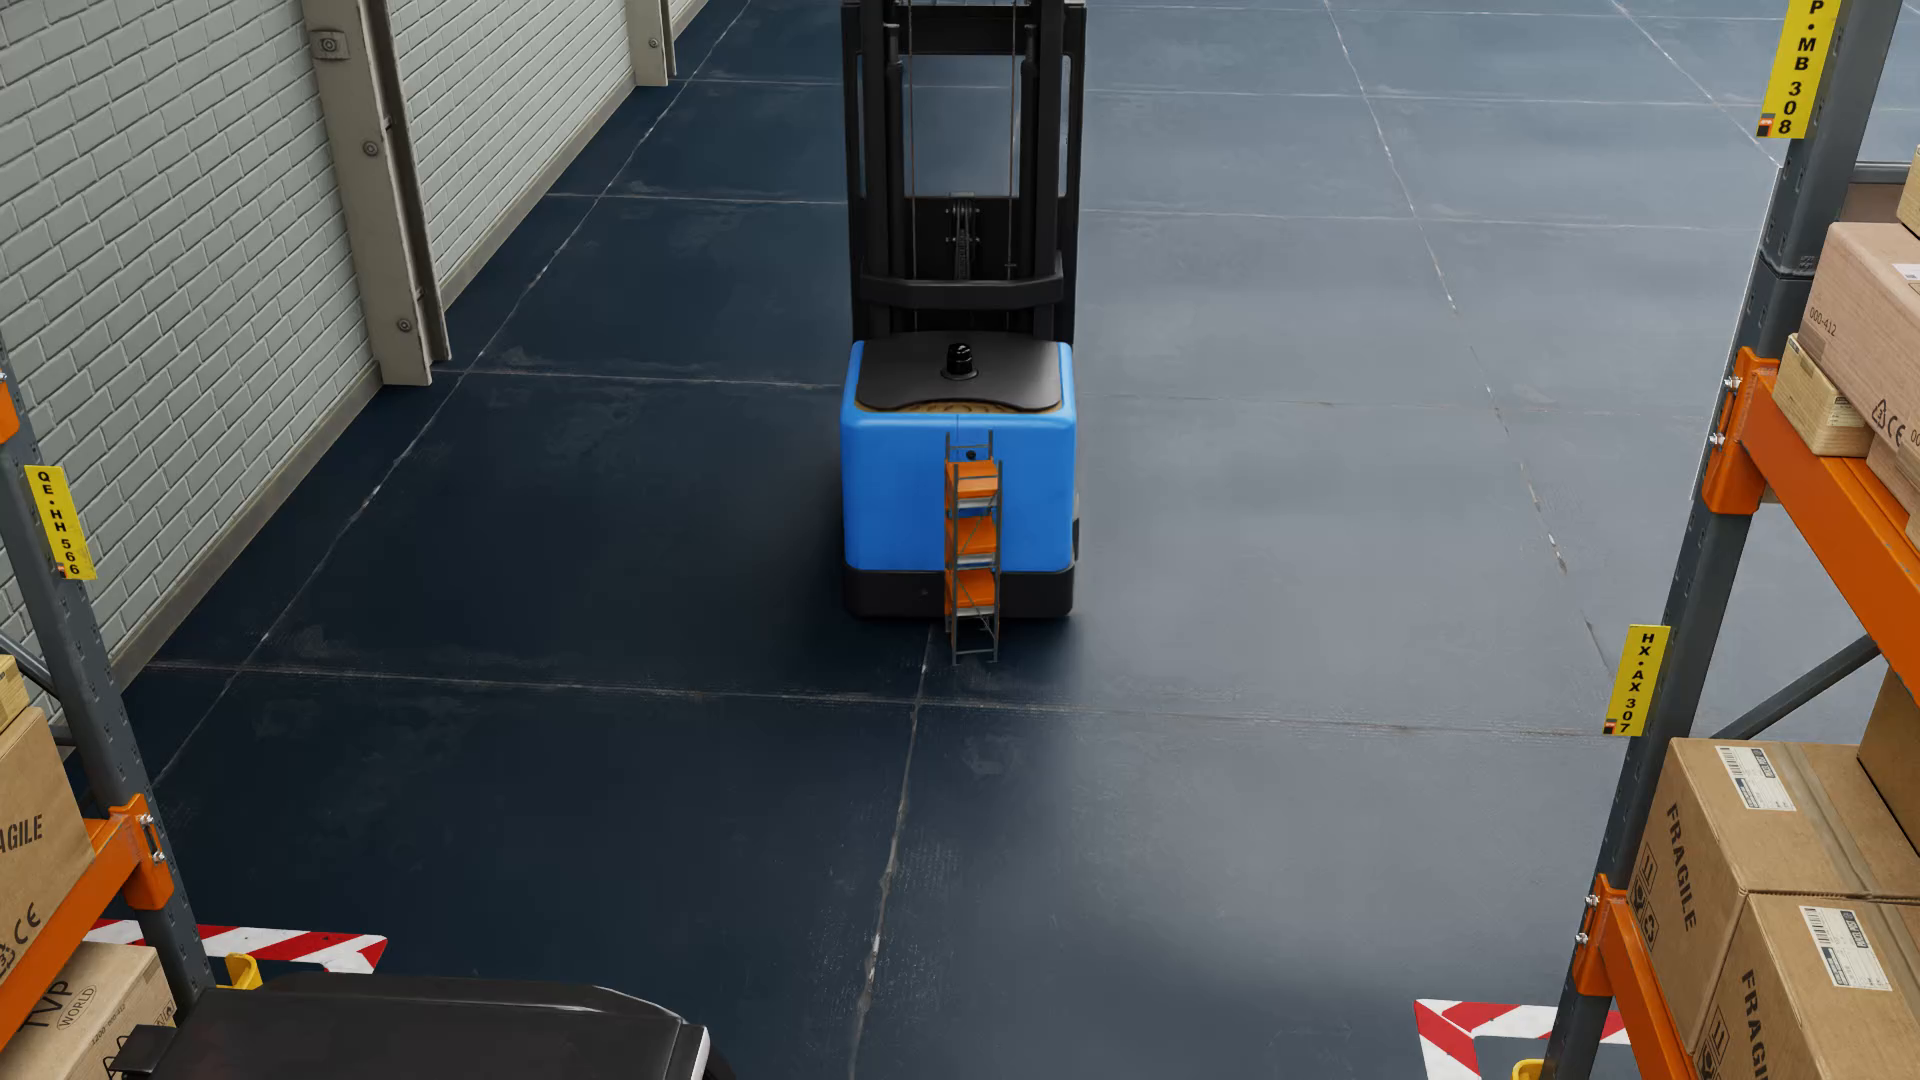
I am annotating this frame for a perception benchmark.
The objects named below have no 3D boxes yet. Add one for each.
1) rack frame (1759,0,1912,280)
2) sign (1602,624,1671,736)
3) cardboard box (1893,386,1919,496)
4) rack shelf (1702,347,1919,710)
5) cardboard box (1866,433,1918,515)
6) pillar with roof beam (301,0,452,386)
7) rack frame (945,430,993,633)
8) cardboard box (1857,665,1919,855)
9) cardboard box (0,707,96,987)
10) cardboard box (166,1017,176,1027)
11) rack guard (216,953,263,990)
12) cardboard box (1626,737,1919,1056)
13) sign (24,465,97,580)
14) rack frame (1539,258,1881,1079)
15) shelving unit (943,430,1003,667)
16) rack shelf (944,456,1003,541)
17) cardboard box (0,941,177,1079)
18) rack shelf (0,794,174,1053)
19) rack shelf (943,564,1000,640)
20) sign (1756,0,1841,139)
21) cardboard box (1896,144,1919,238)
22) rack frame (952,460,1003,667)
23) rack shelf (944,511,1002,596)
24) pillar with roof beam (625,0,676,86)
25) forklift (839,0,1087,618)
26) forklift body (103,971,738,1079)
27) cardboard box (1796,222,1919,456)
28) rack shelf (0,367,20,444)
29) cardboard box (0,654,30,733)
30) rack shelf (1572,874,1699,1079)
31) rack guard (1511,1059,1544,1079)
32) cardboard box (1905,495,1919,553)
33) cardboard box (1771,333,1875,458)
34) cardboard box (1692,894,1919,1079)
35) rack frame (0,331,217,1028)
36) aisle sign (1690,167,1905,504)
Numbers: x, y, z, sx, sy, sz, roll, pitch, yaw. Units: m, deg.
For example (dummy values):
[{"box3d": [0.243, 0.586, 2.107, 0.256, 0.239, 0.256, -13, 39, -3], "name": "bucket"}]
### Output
[{"box3d": [2.175, -1.821, 2.627, 1.000, 3.000, 0.127, 2, 32, 4], "name": "rack frame"}, {"box3d": [1.634, 0.342, 4.012, 0.100, 0.325, 0.005, 2, 32, 4], "name": "sign"}, {"box3d": [1.817, -0.092, 2.541, 0.500, 0.250, 0.500, 2, 32, 3], "name": "cardboard box"}, {"box3d": [2.012, 0.808, 1.906, 1.077, 0.370, 4.000, 2, 32, 4], "name": "rack shelf"}, {"box3d": [1.892, -0.136, 2.992, 0.380, 0.149, 0.250, 1, 32, 2], "name": "cardboard box"}, {"box3d": [1.051, -4.659, 7.232, 9.100, 9.000, 0.400, 2, 32, 4], "name": "pillar with roof beam"}, {"box3d": [0.035, -0.020, 7.259, 0.200, 1.050, 0.008, -4, 35, -7], "name": "rack frame"}, {"box3d": [2.351, 0.415, 3.386, 0.700, 0.500, 0.500, 2, 32, 3], "name": "cardboard box"}, {"box3d": [-2.551, 0.749, 4.080, 0.500, 0.500, 0.500, 2, 32, 3], "name": "cardboard box"}, {"box3d": [-2.501, 1.570, 4.587, 0.500, 0.250, 0.500, 2, 32, 3], "name": "cardboard box"}, {"box3d": [-2.771, 1.575, 5.218, 1.175, 0.500, 0.348, 2, 32, 4], "name": "rack guard"}, {"box3d": [1.860, 0.800, 3.714, 0.500, 0.500, 0.500, 2, 32, 3], "name": "cardboard box"}, {"box3d": [-2.233, -0.040, 4.127, 0.100, 0.325, 0.005, 2, 32, 4], "name": "sign"}, {"box3d": [2.175, 0.733, 4.201, 1.000, 3.000, 0.127, 2, 32, 4], "name": "rack frame"}, {"box3d": [0.052, 0.048, 7.159, 0.215, 1.050, 0.252, -4, 35, -7], "name": "shelving unit"}, {"box3d": [0.055, -0.177, 7.005, 0.215, 0.259, 0.240, -4, 35, -7], "name": "rack shelf"}, {"box3d": [-2.500, 1.343, 4.479, 0.500, 0.250, 0.500, 3, 32, 6], "name": "cardboard box"}, {"box3d": [-2.936, 1.875, 3.034, 1.077, 0.370, 4.000, 2, 32, 4], "name": "rack shelf"}, {"box3d": [0.050, 0.286, 7.323, 0.215, 0.259, 0.240, -4, 35, -7], "name": "rack shelf"}, {"box3d": [1.634, -0.939, 3.222, 0.100, 0.325, 0.005, 2, 32, 4], "name": "sign"}, {"box3d": [1.942, -0.599, 2.984, 0.380, 0.149, 0.250, 2, 32, 4], "name": "cardboard box"}, {"box3d": [0.070, 0.117, 7.060, 0.200, 1.050, 0.008, -4, 35, -7], "name": "rack frame"}, {"box3d": [0.052, 0.057, 7.165, 0.215, 0.259, 0.240, -4, 35, -7], "name": "rack shelf"}, {"box3d": [1.540, -7.796, 12.323, 9.100, 9.000, 0.400, 2, 32, 4], "name": "pillar with roof beam"}, {"box3d": [0.022, -1.631, 8.104, 1.130, 2.935, 3.031, 1, 32, 1], "name": "forklift"}, {"box3d": [-1.109, 1.954, 3.029, 2.313, 2.155, 1.214, 2, 32, 4], "name": "forklift body"}, {"box3d": [1.868, -0.355, 2.967, 0.500, 0.250, 0.500, 2, 32, 3], "name": "cardboard box"}, {"box3d": [-2.936, 0.598, 2.247, 1.077, 0.370, 4.000, 2, 32, 4], "name": "rack shelf"}, {"box3d": [-2.522, 0.398, 4.032, 0.380, 0.149, 0.250, 3, 32, 5], "name": "cardboard box"}, {"box3d": [2.012, 2.085, 2.693, 1.077, 0.370, 4.000, 2, 32, 4], "name": "rack shelf"}, {"box3d": [2.168, 1.837, 4.793, 1.175, 0.500, 0.348, 2, 32, 4], "name": "rack guard"}, {"box3d": [1.836, 0.001, 2.770, 0.380, 0.149, 0.250, 3, 32, 5], "name": "cardboard box"}, {"box3d": [1.824, -0.277, 3.221, 0.380, 0.149, 0.250, 2, 32, 4], "name": "cardboard box"}, {"box3d": [1.821, 1.071, 3.275, 0.500, 0.500, 0.500, 3, 32, 5], "name": "cardboard box"}, {"box3d": [-2.770, 0.523, 4.542, 0.949, 2.616, 0.053, 2, 32, 4], "name": "rack frame"}, {"box3d": [1.871, -0.419, 3.593, 0.394, 0.787, 0.004, 2, 32, 4], "name": "aisle sign"}]
